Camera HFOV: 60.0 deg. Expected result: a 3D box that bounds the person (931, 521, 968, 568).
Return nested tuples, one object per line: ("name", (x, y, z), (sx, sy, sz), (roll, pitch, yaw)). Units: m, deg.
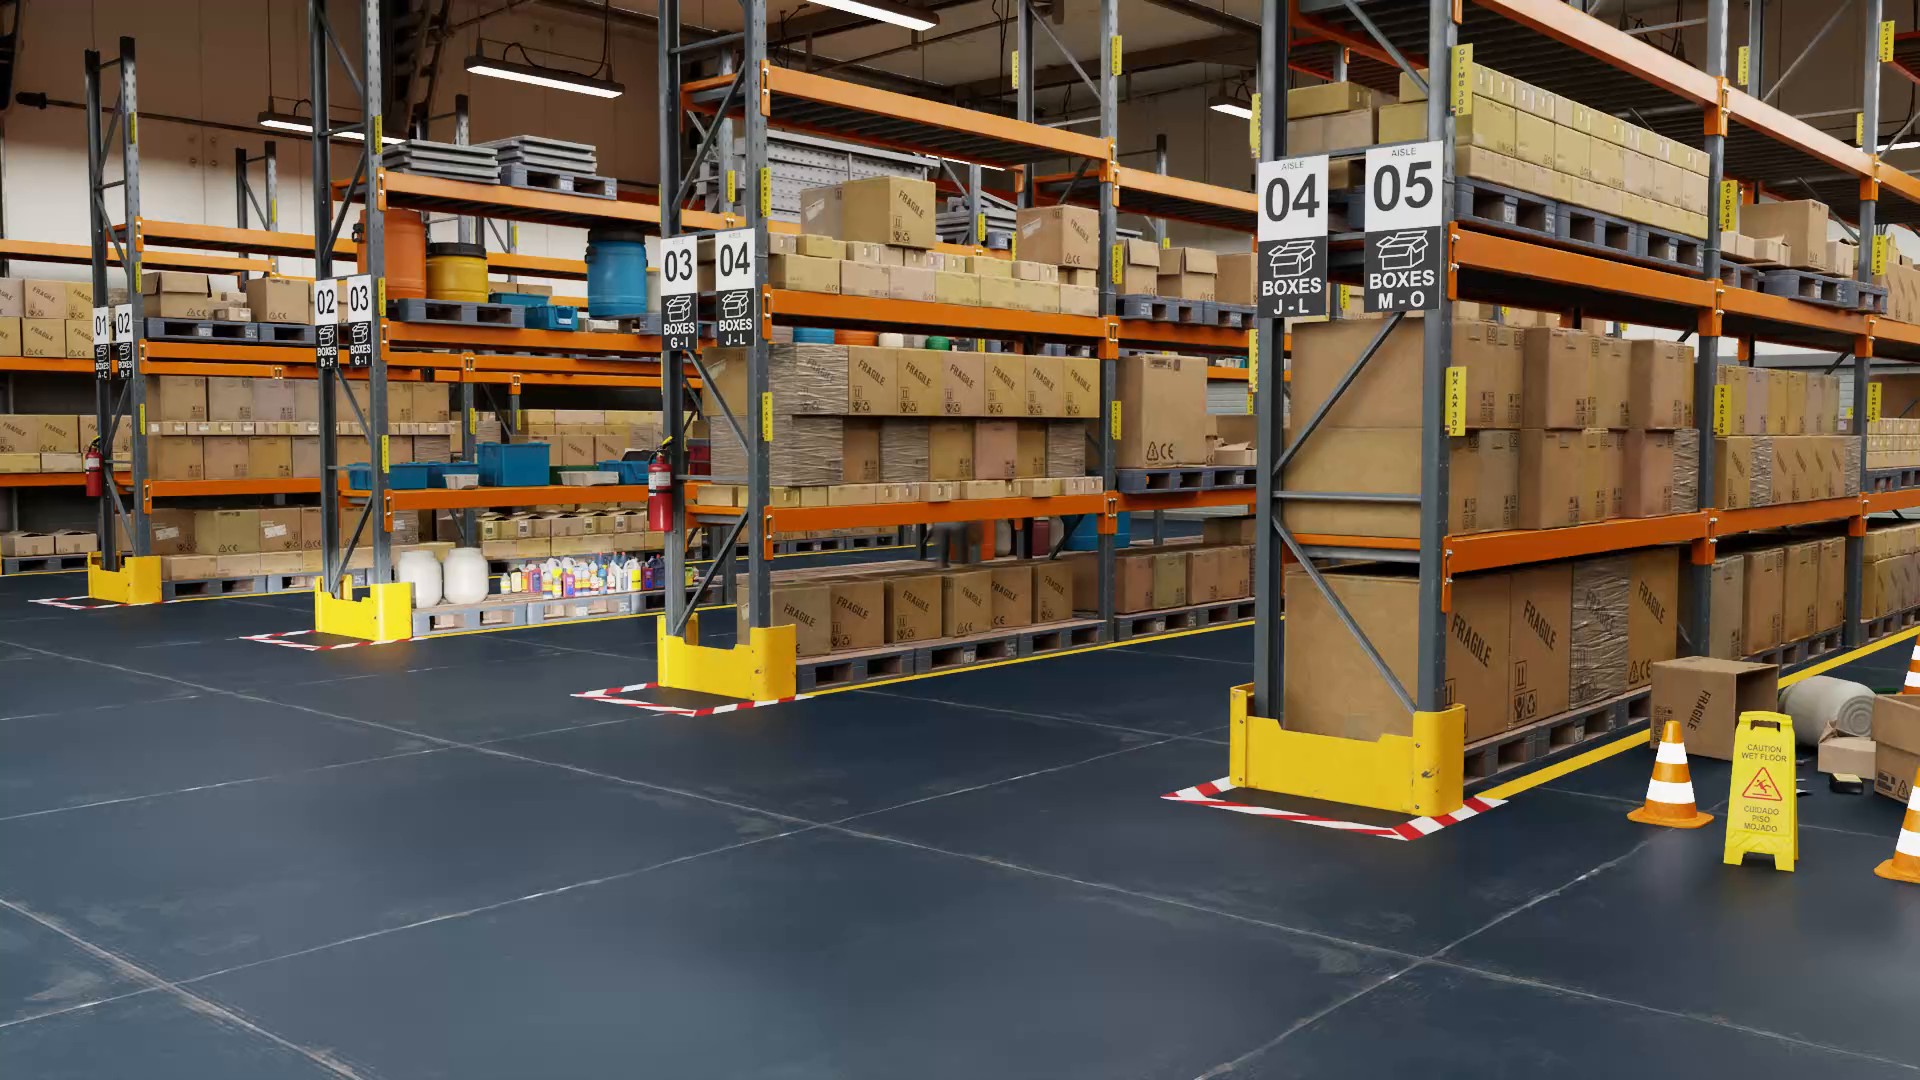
("person", (-0.081, -0.114, 17.202), (0.534, 1.662, 0.450), (0, 4, -2))
